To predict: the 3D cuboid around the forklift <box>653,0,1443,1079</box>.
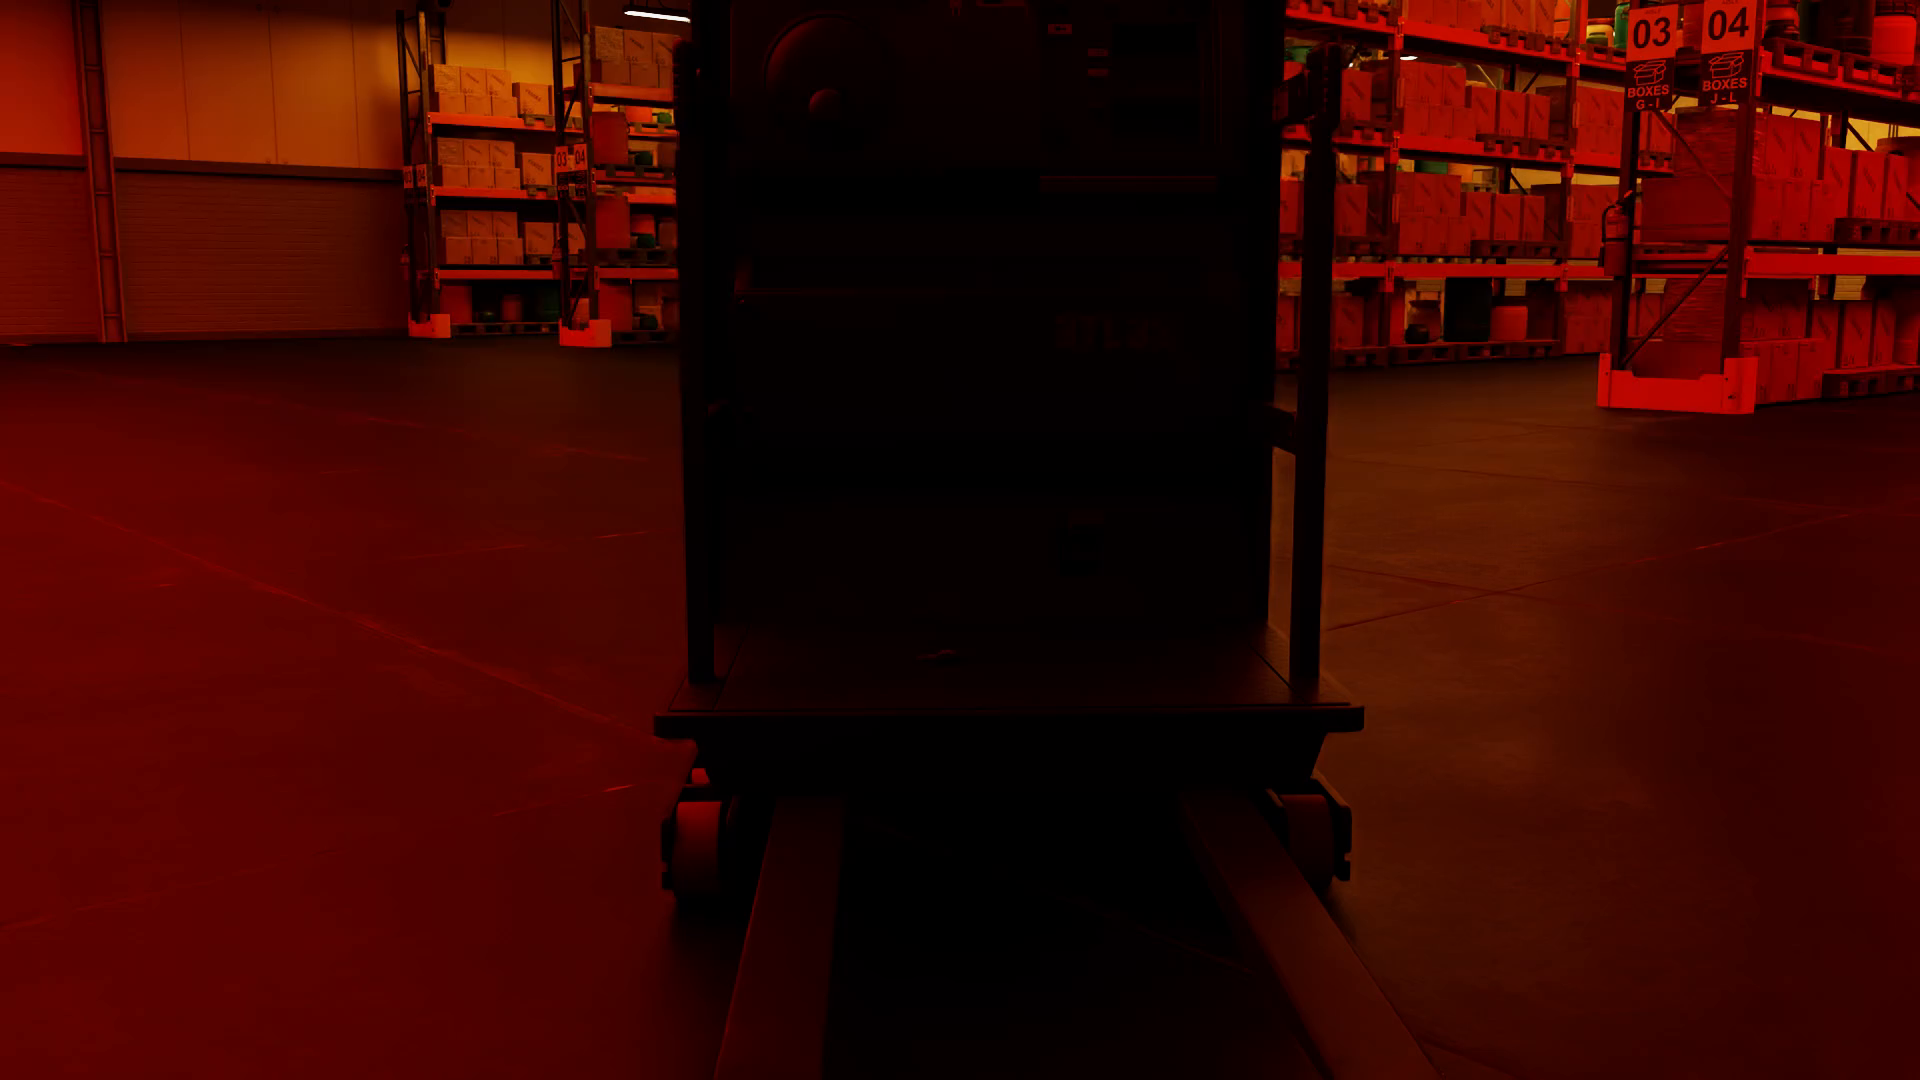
[{"bbox_3d":[0.062,-0.907,2.818,1.130,2.935,3.031,0,9,-2],"label":"forklift"}]
